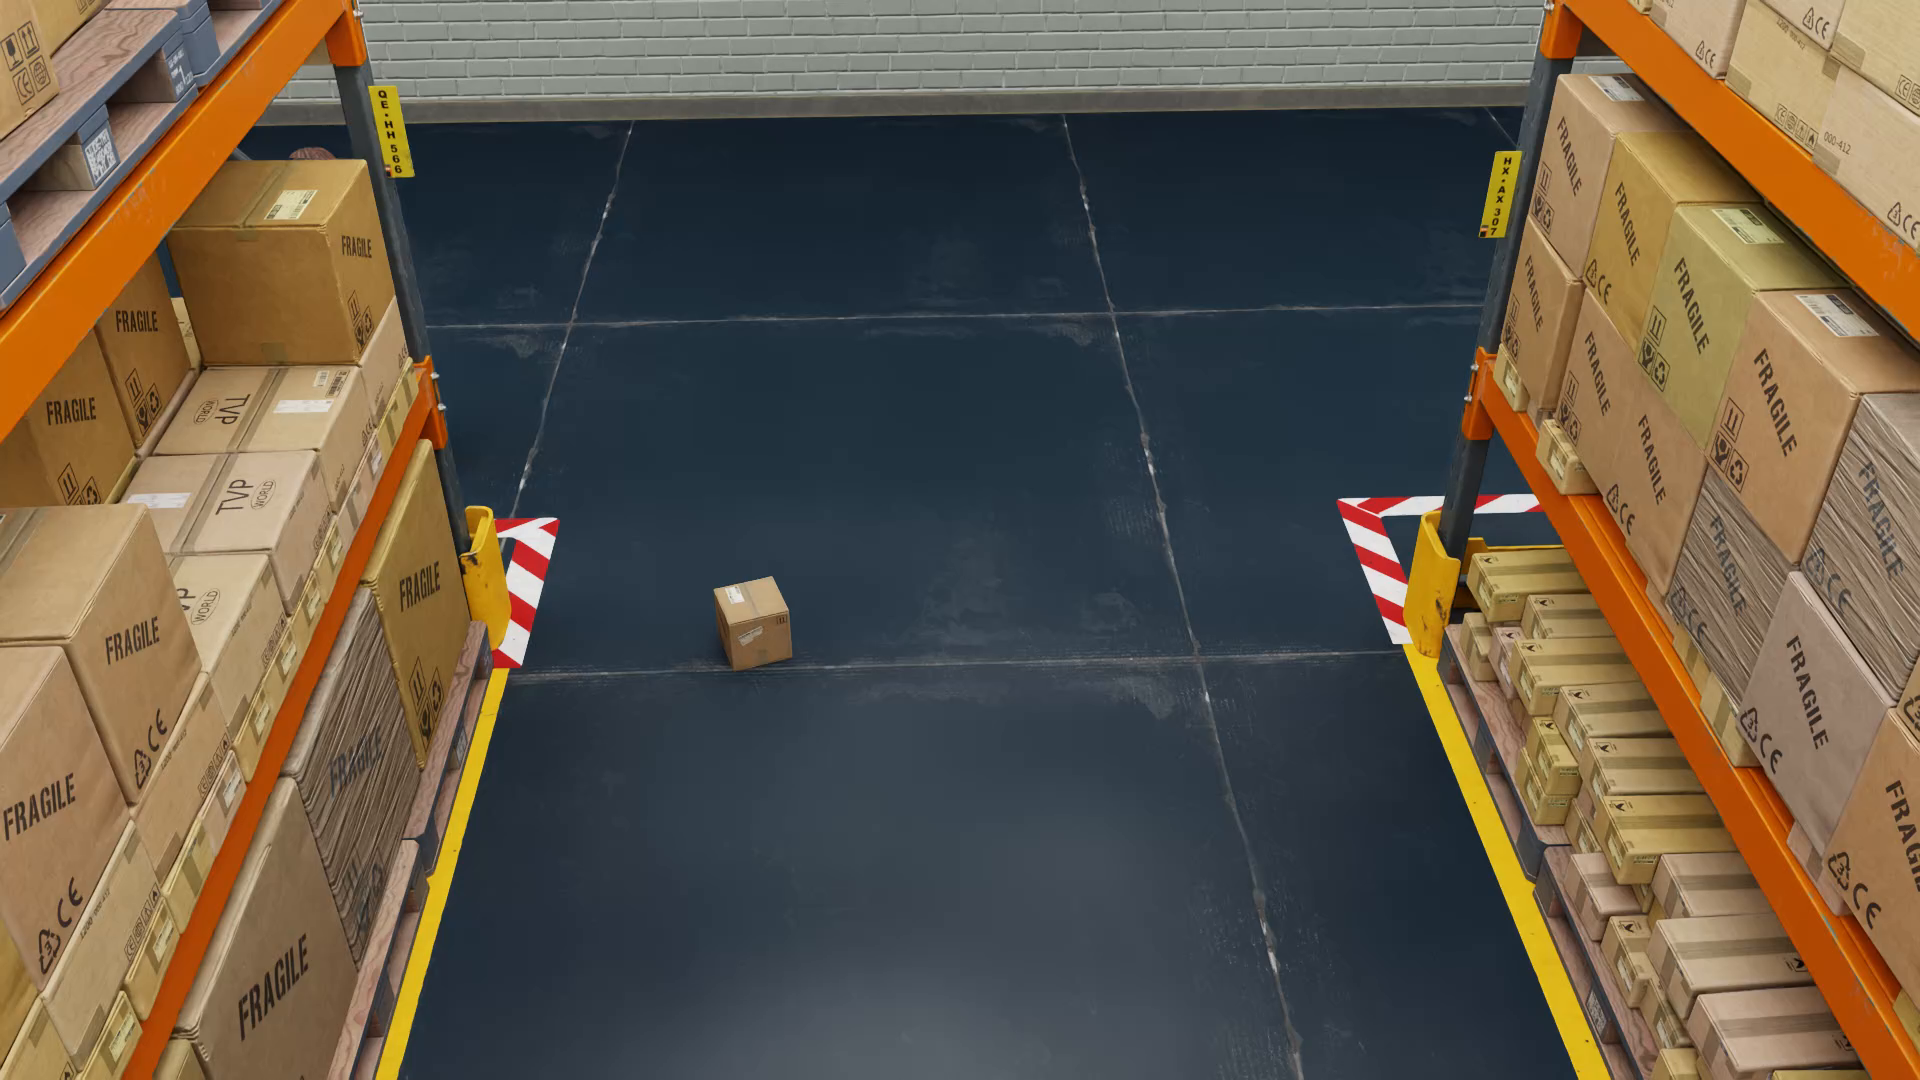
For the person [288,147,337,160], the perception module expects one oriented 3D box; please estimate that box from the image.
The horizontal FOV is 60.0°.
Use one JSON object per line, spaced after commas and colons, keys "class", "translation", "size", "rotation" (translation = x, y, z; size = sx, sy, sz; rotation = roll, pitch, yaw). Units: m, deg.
{"class": "person", "translation": [-2.857, -1.041, 7.586], "size": [0.751, 1.592, 0.456], "rotation": [4, 36, 6]}
